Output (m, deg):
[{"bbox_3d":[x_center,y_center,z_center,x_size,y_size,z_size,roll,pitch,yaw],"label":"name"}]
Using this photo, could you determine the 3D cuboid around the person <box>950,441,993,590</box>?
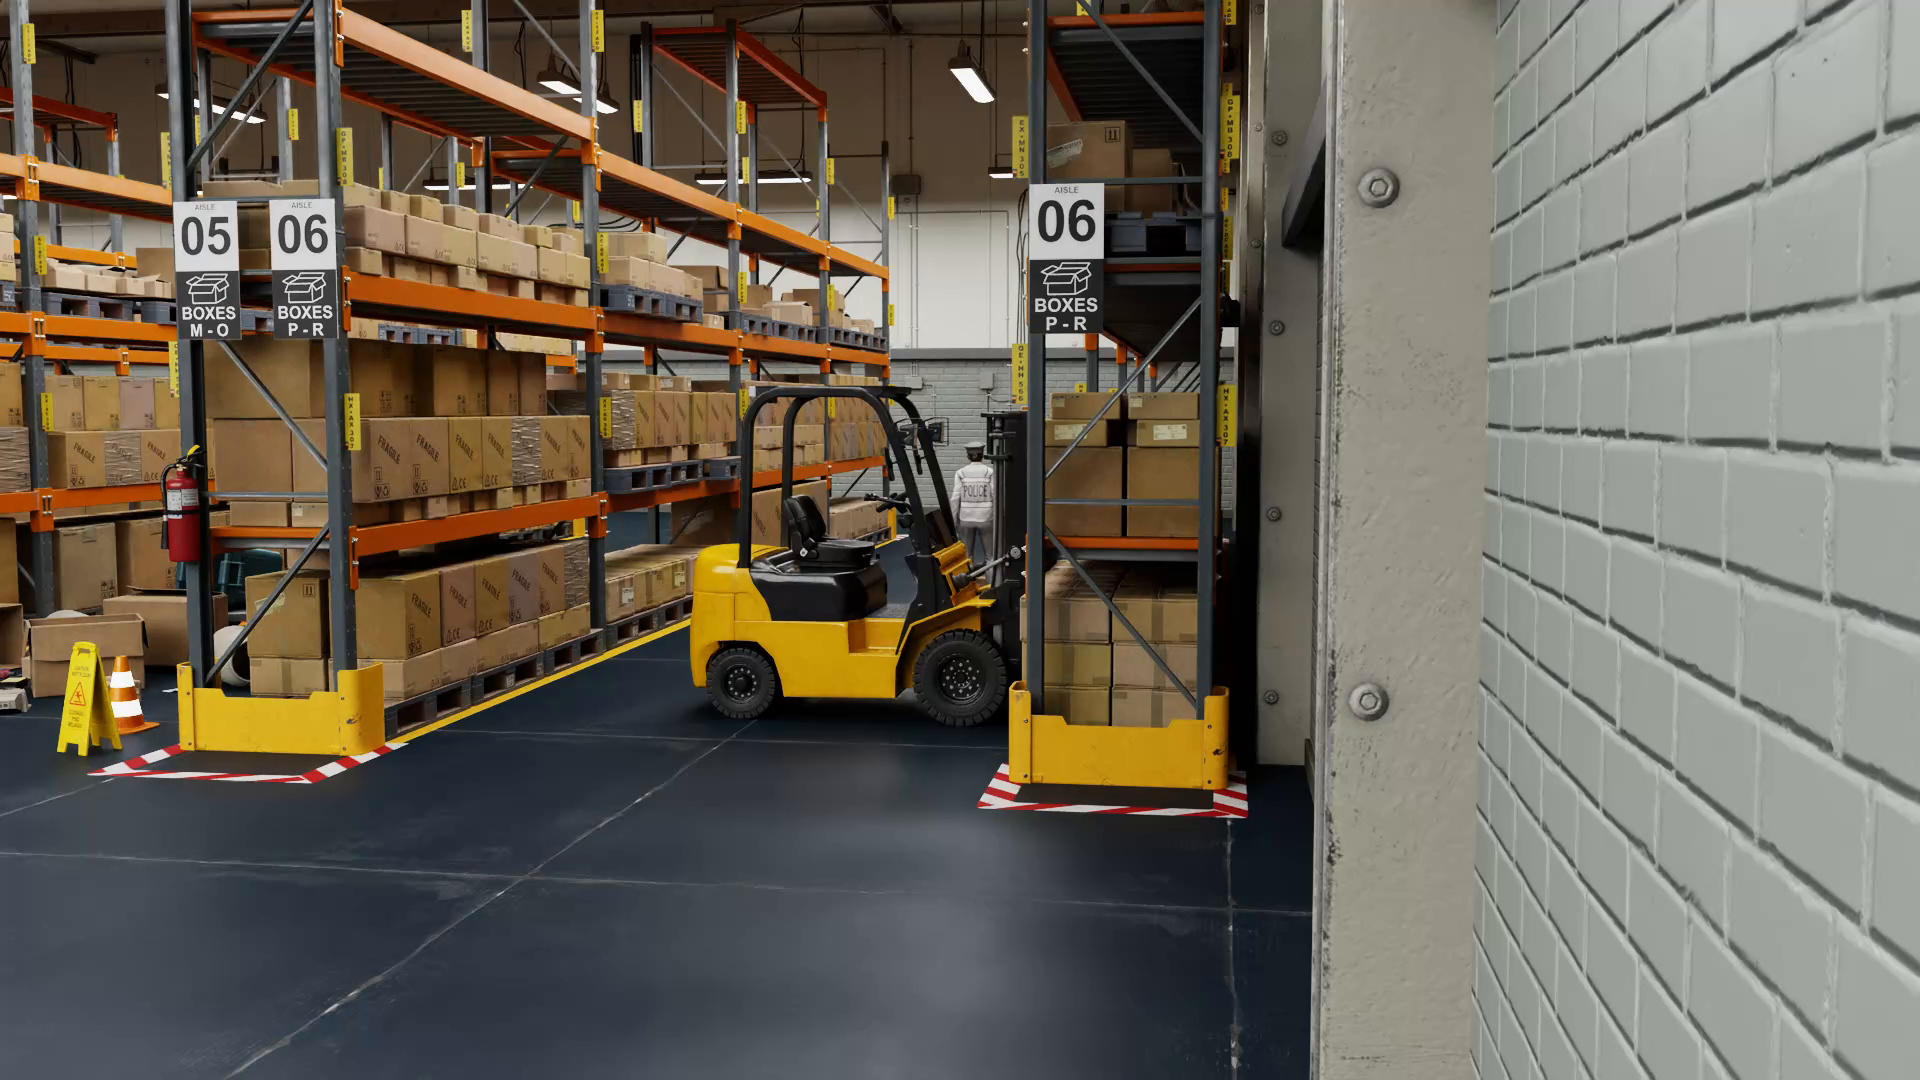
[{"bbox_3d":[0.172,-0.172,17.001,0.547,1.667,0.369,0,5,6],"label":"person"}]
